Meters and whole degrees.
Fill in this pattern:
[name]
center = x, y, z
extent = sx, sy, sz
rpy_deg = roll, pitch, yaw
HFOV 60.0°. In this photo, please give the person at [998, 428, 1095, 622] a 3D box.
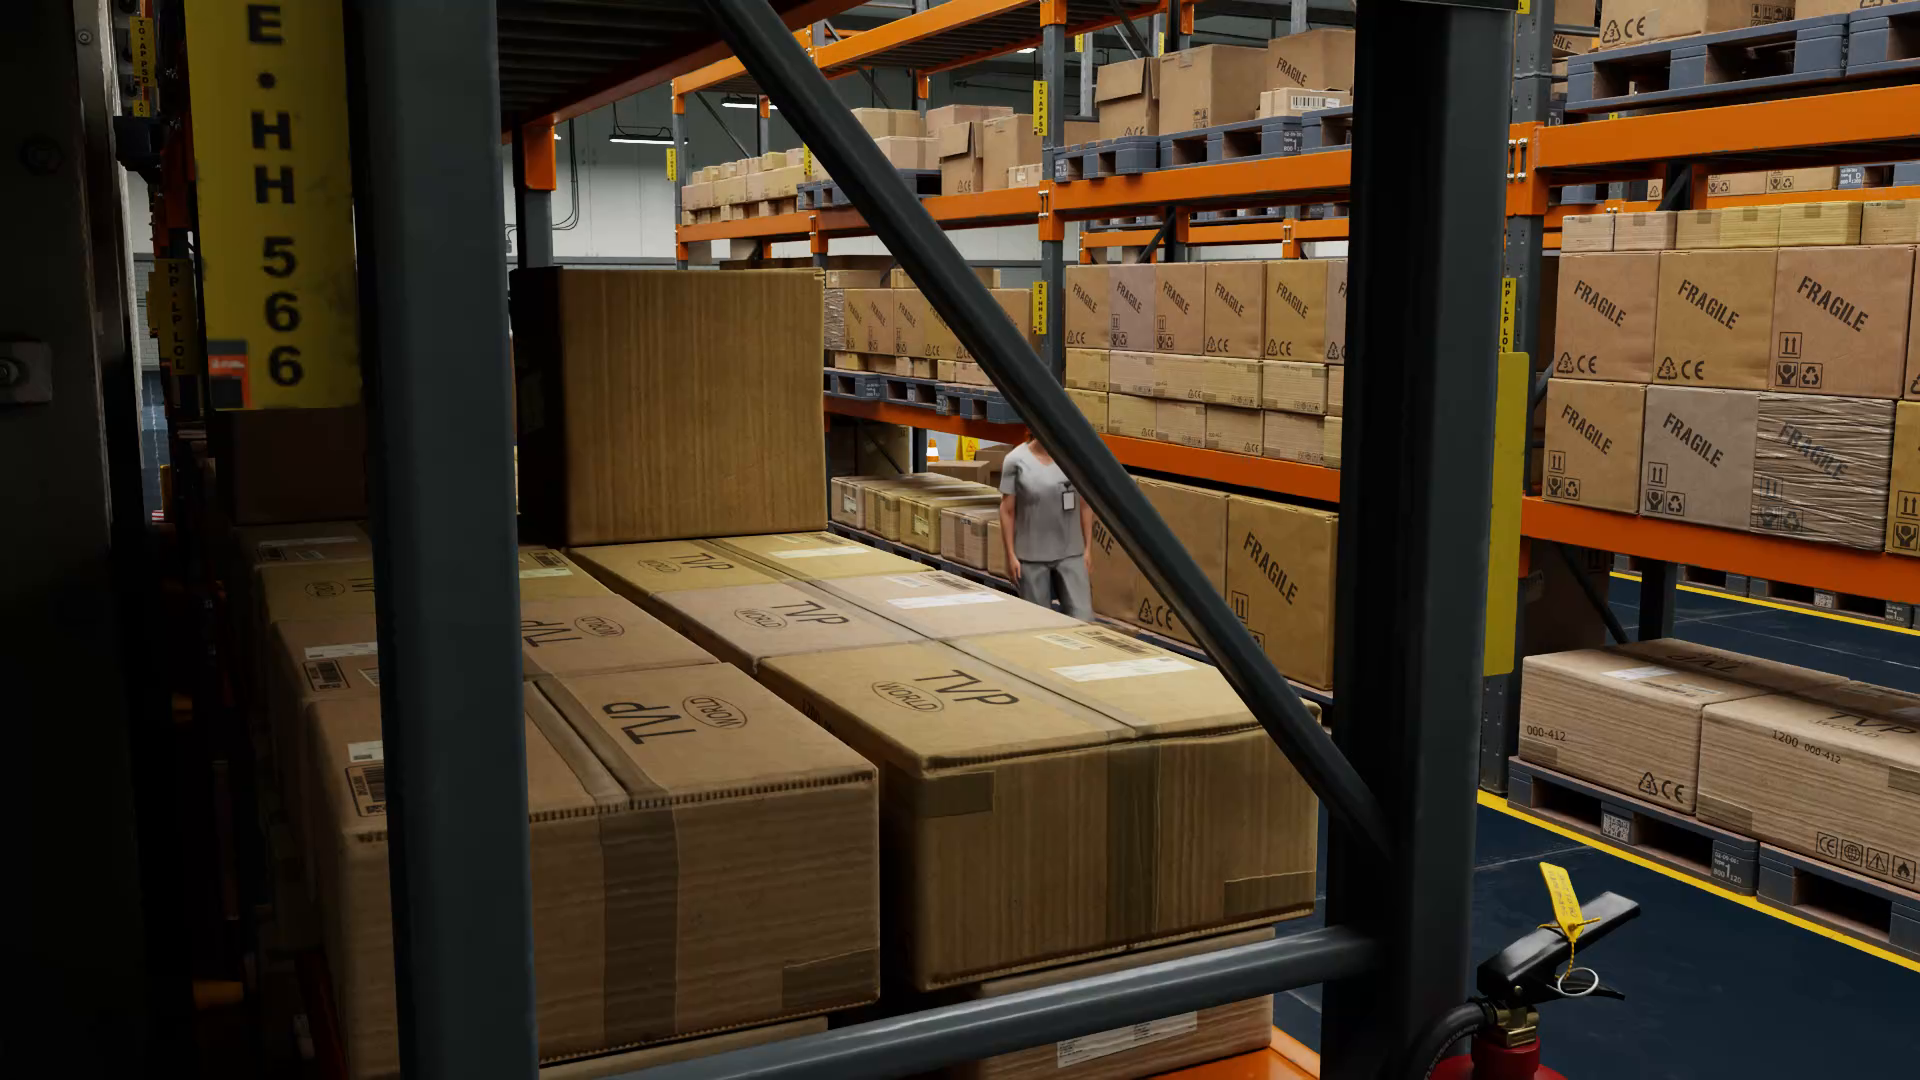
[person]
center = 0.437, 0.088, 8.248
extent = 0.503, 1.669, 0.483
rpy_deg = 0, 9, -2
